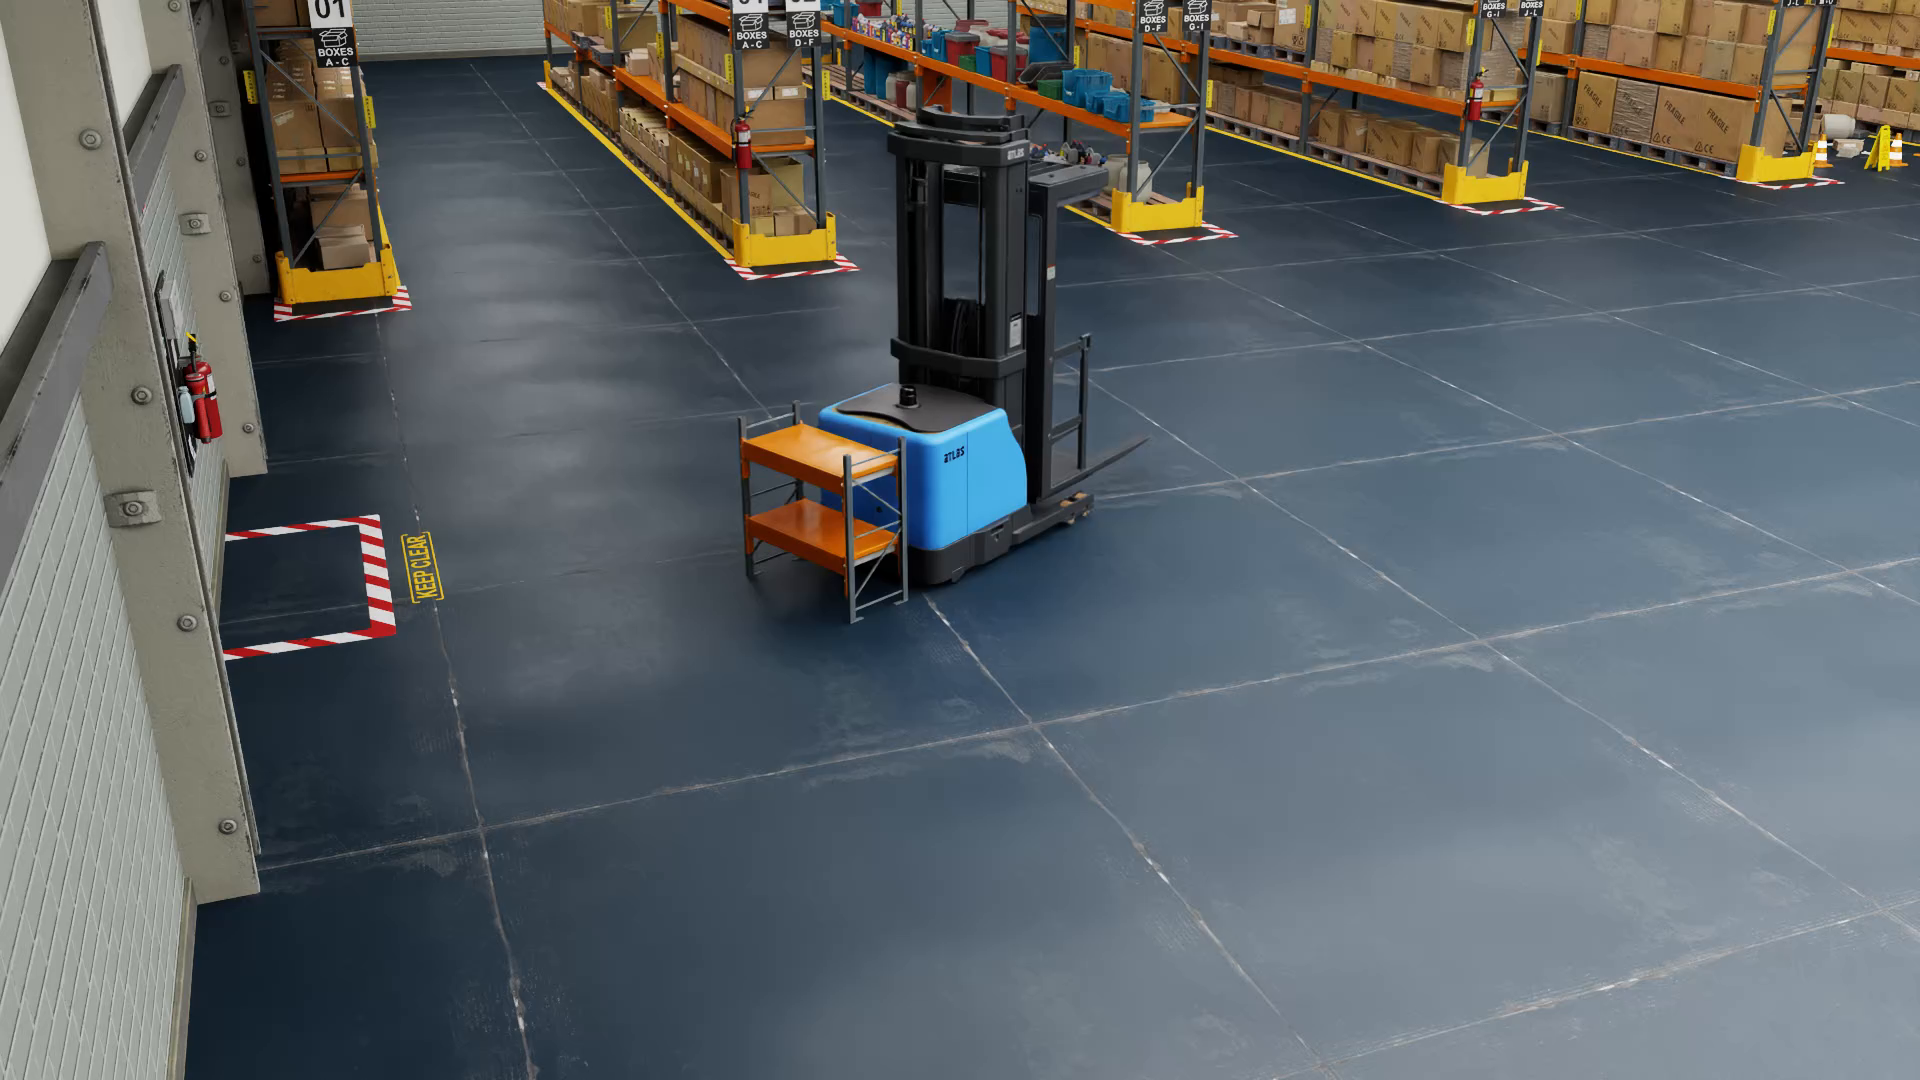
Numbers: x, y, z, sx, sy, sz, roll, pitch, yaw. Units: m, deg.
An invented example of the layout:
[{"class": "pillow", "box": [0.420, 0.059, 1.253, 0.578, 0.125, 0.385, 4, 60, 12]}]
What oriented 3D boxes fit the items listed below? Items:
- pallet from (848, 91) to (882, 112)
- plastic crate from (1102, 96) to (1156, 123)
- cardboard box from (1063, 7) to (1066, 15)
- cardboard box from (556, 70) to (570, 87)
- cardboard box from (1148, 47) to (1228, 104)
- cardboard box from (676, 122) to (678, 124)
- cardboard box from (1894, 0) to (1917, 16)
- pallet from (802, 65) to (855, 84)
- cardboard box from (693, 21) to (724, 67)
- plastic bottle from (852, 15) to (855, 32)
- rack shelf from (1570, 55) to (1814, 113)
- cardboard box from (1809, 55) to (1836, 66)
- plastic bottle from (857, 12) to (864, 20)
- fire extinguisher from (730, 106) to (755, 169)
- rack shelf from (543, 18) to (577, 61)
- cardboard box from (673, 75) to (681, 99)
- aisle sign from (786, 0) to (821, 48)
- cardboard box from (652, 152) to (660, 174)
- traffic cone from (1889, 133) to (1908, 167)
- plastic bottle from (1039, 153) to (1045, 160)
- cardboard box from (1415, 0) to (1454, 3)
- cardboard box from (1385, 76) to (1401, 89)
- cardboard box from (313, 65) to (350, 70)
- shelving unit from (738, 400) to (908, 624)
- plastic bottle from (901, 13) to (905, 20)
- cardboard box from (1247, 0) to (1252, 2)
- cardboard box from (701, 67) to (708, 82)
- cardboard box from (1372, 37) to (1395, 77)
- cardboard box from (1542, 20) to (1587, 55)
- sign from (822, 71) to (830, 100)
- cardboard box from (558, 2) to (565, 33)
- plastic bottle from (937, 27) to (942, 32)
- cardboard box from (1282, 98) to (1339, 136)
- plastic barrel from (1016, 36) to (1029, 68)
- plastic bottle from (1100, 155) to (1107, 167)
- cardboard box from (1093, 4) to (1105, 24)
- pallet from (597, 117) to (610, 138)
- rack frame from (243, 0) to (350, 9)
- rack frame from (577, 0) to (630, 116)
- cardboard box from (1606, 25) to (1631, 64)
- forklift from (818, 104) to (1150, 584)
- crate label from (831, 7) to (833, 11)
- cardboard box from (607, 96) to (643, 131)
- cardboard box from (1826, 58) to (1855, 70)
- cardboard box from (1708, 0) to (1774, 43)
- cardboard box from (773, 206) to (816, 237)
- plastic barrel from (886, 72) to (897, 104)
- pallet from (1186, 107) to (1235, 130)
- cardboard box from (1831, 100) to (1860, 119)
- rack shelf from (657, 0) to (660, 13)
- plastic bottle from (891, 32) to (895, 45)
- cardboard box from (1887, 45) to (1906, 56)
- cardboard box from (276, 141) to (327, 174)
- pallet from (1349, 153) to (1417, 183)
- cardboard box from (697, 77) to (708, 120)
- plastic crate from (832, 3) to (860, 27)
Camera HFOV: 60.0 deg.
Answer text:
[{"class": "pallet", "box": [-1.427, -8.149, 30.812, 1.003, 0.211, 1.213, -8, 24, -19]}, {"class": "plastic crate", "box": [2.122, -5.432, 20.967, 0.499, 0.251, 0.616, -8, 24, -19]}, {"class": "cardboard box", "box": [2.287, -10.630, 33.431, 0.380, 0.149, 0.250, -8, 24, -18]}, {"class": "cardboard box", "box": [-7.429, -8.831, 31.813, 0.500, 0.250, 0.500, -8, 24, -19]}, {"class": "cardboard box", "box": [4.162, -8.414, 30.046, 1.225, 0.875, 0.875, -10, 25, -21]}, {"class": "cardboard box", "box": [-4.102, -6.245, 24.981, 0.500, 0.311, 0.500, -9, 24, -19]}, {"class": "cardboard box", "box": [15.604, -8.755, 26.860, 0.700, 0.500, 0.500, -9, 24, -19]}, {"class": "pallet", "box": [-2.818, -9.583, 34.215, 1.003, 0.211, 1.213, -8, 24, -19]}, {"class": "cardboard box", "box": [-2.951, -6.253, 20.924, 0.700, 0.500, 0.500, -8, 24, -19]}, {"class": "plastic bottle", "box": [-1.930, -9.474, 30.516, 0.061, 0.283, 0.133, -8, 24, -19]}, {"class": "rack shelf", "box": [11.182, -7.078, 25.608, 1.077, 0.370, 4.000, -8, 24, -19]}, {"class": "cardboard box", "box": [17.949, -10.154, 34.656, 0.500, 0.500, 0.500, -8, 24, -17]}, {"class": "plastic bottle", "box": [-1.825, -9.510, 30.514, 0.144, 0.351, 0.185, -8, 24, -19]}, {"class": "fire extinguisher", "box": [-2.449, -4.539, 18.756, 0.296, 0.674, 0.183, -8, 24, -19]}, {"class": "rack shelf", "box": [-7.002, -9.437, 31.203, 1.077, 0.370, 4.000, -8, 24, -19]}, {"class": "cardboard box", "box": [-3.684, -6.238, 22.882, 0.500, 0.250, 0.500, -7, 24, -16]}, {"class": "aisle sign", "box": [-1.747, -5.897, 18.533, 0.394, 0.787, 0.004, -8, 24, -19]}, {"class": "cardboard box", "box": [-4.064, -5.356, 23.595, 0.500, 0.250, 0.500, -9, 24, -20]}, {"class": "traffic cone", "box": [14.206, -5.933, 25.231, 0.336, 0.463, 0.334, -8, 24, -19]}, {"class": "plastic bottle", "box": [1.149, -5.279, 23.345, 0.061, 0.283, 0.133, -7, 24, -17]}, {"class": "cardboard box", "box": [6.743, -7.465, 23.801, 0.500, 0.500, 0.500, -8, 24, -19]}, {"class": "cardboard box", "box": [6.291, -6.529, 23.702, 0.380, 0.149, 0.250, -8, 24, -19]}, {"class": "cardboard box", "box": [-7.464, -5.429, 19.971, 0.500, 0.500, 0.500, -8, 24, -19]}, {"class": "shelving unit", "box": [-0.887, -0.199, 10.774, 1.048, 1.125, 0.538, 21, 31, 40]}, {"class": "plastic bottle", "box": [-1.029, -9.408, 30.272, 0.144, 0.351, 0.185, -8, 24, -19]}, {"class": "cardboard box", "box": [6.510, -11.849, 36.324, 0.380, 0.149, 0.250, -9, 24, -20]}, {"class": "cardboard box", "box": [-3.005, -5.793, 20.669, 0.380, 0.149, 0.250, -9, 24, -19]}, {"class": "cardboard box", "box": [6.453, -6.962, 23.894, 0.875, 0.500, 0.500, -8, 24, -19]}, {"class": "cardboard box", "box": [10.041, -8.335, 27.535, 0.500, 0.500, 0.500, -8, 24, -19]}, {"class": "sign", "box": [-1.535, -5.191, 18.987, 0.100, 0.325, 0.005, -8, 24, -19]}, {"class": "cardboard box", "box": [-7.079, -9.607, 30.554, 0.500, 0.500, 0.500, -8, 24, -18]}, {"class": "plastic bottle", "box": [-0.347, -8.721, 28.729, 0.061, 0.283, 0.133, -8, 24, -19]}, {"class": "cardboard box", "box": [5.603, -6.769, 26.601, 0.700, 0.500, 0.500, -10, 25, -23]}, {"class": "plastic barrel", "box": [1.033, -7.253, 24.922, 0.433, 0.535, 0.433, 0, 23, 0]}, {"class": "plastic bottle", "box": [2.002, -5.241, 23.269, 0.097, 0.271, 0.097, 0, 23, 0]}, {"class": "cardboard box", "box": [2.902, -10.244, 32.064, 0.500, 0.500, 0.500, -8, 24, -19]}, {"class": "pallet", "box": [-5.538, -7.022, 28.139, 1.003, 0.211, 1.213, -8, 24, -19]}, {"class": "rack frame", "box": [-6.689, -6.765, 16.214, 1.000, 3.000, 0.127, -8, 24, -19]}, {"class": "rack frame", "box": [-6.296, -9.041, 29.339, 1.000, 3.000, 0.127, -8, 24, -19]}, {"class": "cardboard box", "box": [10.832, -7.876, 26.382, 0.875, 0.550, 0.550, -8, 24, -19]}, {"class": "forklift", "box": [0.326, -1.570, 11.702, 1.130, 2.935, 3.031, 16, 28, 34]}, {"class": "crate label", "box": [-2.406, -10.603, 33.306, 0.396, 0.136, 0.243, -8, 24, -19]}, {"class": "cardboard box", "box": [-5.433, -6.946, 27.021, 0.500, 0.500, 0.500, -7, 24, -17]}, {"class": "cardboard box", "box": [15.014, -8.118, 28.347, 0.380, 0.149, 0.250, -8, 24, -18]}, {"class": "cardboard box", "box": [11.513, -7.577, 24.281, 0.875, 0.550, 0.550, -8, 24, -19]}, {"class": "cardboard box", "box": [-2.038, -3.833, 19.982, 0.500, 0.250, 0.500, -8, 24, -19]}, {"class": "plastic barrel", "box": [-1.118, -8.092, 29.750, 0.421, 0.512, 0.421, 0, 23, 0]}, {"class": "pallet", "box": [4.661, -7.377, 28.980, 1.003, 0.211, 1.213, -8, 24, -19]}, {"class": "cardboard box", "box": [15.225, -7.335, 28.290, 0.500, 0.250, 0.500, -7, 24, -16]}, {"class": "rack shelf", "box": [-4.176, -7.912, 23.724, 1.077, 0.370, 4.000, -8, 24, -19]}, {"class": "plastic bottle", "box": [-1.135, -8.639, 28.641, 0.097, 0.201, 0.097, 0, 23, 0]}, {"class": "cardboard box", "box": [15.440, -8.024, 27.249, 0.380, 0.149, 0.250, -8, 24, -19]}, {"class": "cardboard box", "box": [-7.036, -4.084, 17.744, 0.500, 0.250, 0.500, -8, 24, -18]}, {"class": "pallet", "box": [6.505, -5.524, 24.585, 1.003, 0.211, 1.213, -8, 24, -19]}, {"class": "cardboard box", "box": [-2.941, -5.647, 21.157, 0.700, 0.500, 0.500, -8, 24, -18]}, {"class": "plastic crate", "box": [-2.144, -9.863, 31.232, 0.392, 0.384, 0.575, -8, 24, -19]}]
